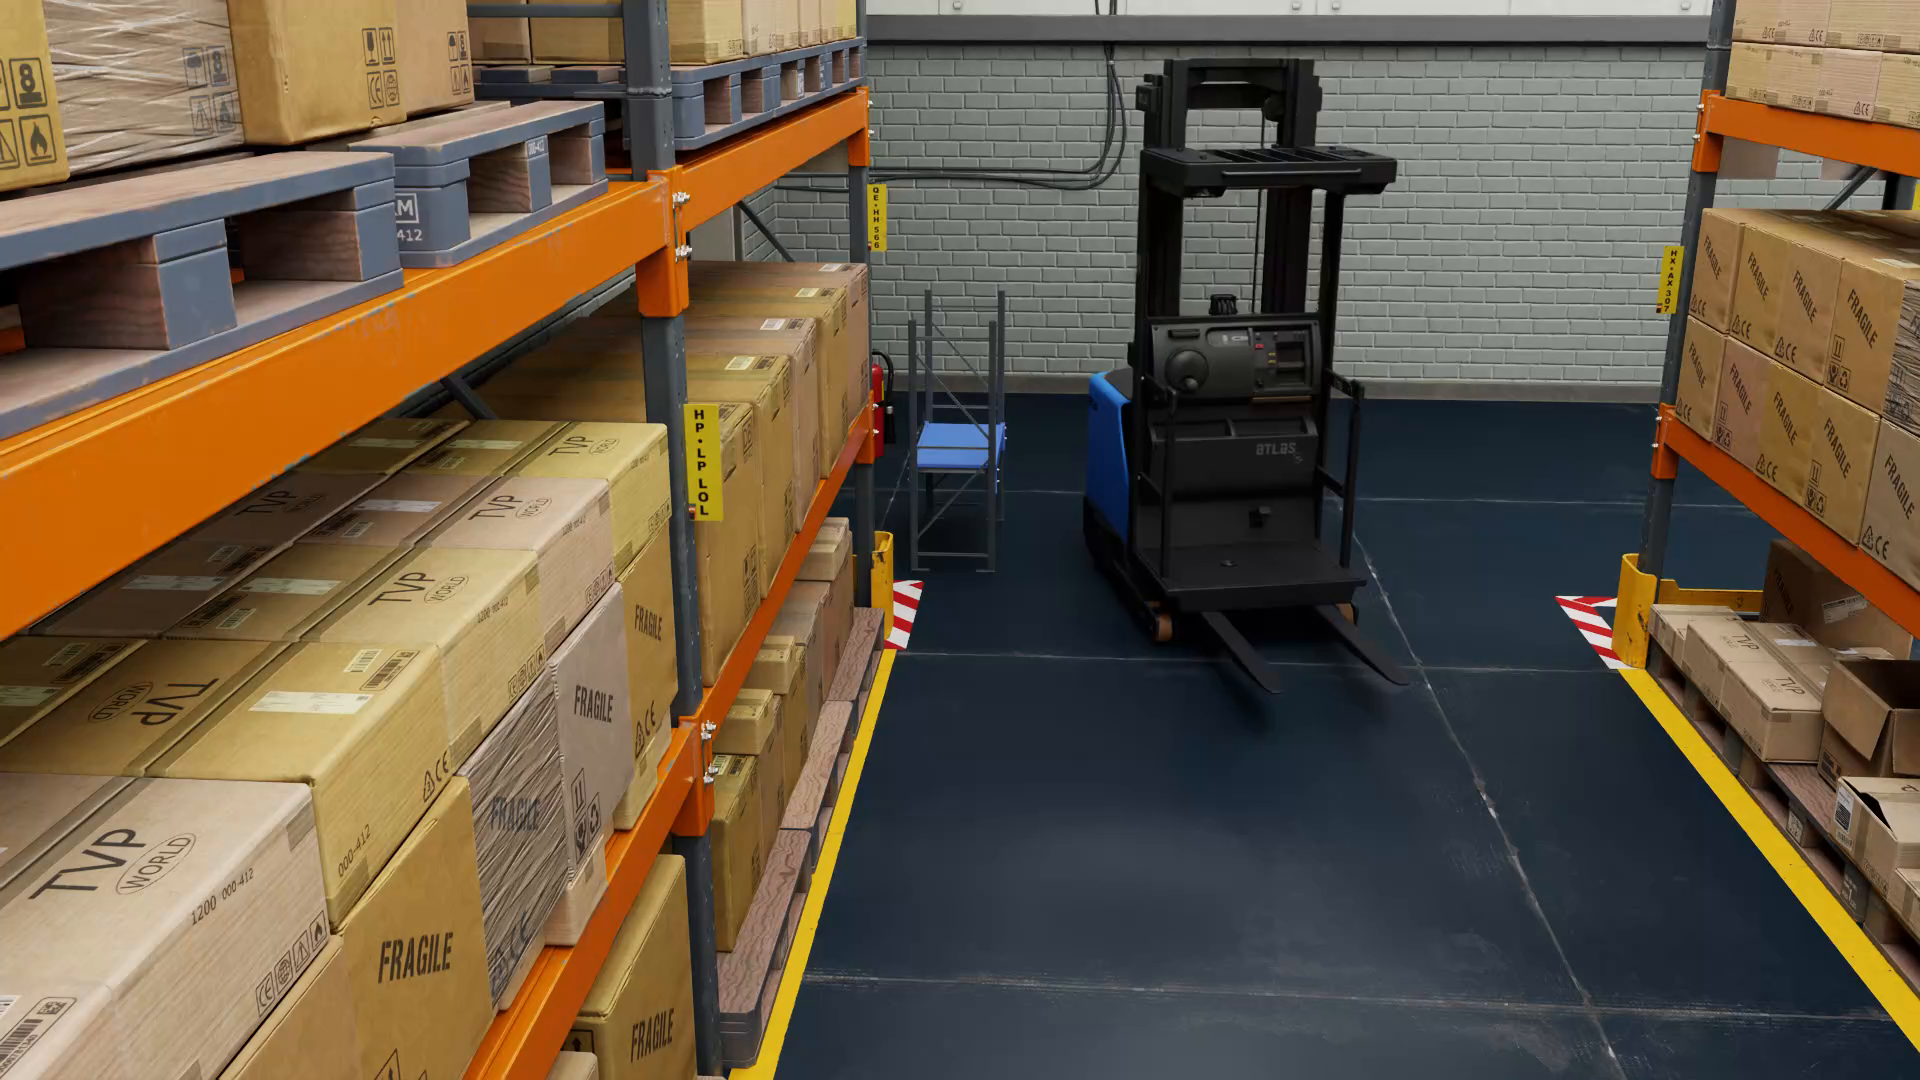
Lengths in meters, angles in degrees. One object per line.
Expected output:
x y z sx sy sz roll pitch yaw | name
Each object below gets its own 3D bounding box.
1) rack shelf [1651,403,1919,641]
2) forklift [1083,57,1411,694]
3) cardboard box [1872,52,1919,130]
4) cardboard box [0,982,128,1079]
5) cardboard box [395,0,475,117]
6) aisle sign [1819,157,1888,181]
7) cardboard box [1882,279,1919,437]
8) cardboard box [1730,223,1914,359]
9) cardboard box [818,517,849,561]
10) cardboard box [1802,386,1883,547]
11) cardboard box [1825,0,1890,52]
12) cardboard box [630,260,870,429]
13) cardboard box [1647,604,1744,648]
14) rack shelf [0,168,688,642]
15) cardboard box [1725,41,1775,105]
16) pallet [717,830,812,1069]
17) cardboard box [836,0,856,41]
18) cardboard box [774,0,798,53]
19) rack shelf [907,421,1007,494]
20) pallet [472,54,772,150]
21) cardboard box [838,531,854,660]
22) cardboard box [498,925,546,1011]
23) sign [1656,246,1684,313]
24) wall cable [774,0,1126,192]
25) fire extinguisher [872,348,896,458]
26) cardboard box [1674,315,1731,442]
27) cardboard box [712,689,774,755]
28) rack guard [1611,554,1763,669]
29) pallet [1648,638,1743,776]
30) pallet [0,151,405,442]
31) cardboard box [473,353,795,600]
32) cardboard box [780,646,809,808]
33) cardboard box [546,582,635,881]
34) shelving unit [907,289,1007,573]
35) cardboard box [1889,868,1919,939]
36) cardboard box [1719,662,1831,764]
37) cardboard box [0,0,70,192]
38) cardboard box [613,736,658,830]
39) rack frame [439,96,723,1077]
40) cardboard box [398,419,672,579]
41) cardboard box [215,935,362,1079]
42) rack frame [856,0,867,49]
3.844 0.125 6.379 1.077 0.370 4.000 1 18 4 | rack shelf
1.510 -0.966 8.664 1.130 2.935 3.031 -3 18 -9 | forklift
3.585 -1.572 5.828 0.500 0.250 0.500 1 18 4 | cardboard box
-1.200 0.681 1.654 0.500 0.250 0.500 1 18 3 | cardboard box
-1.413 -1.116 3.327 0.700 0.500 0.500 0 18 1 | cardboard box
4.298 -2.087 7.801 0.394 0.787 0.004 1 18 4 | aisle sign
3.549 -0.597 5.660 0.500 0.500 0.500 1 18 4 | cardboard box
3.663 -1.066 7.092 0.500 0.500 0.500 1 18 4 | cardboard box
-0.731 -0.003 7.915 0.380 0.149 0.250 1 18 3 | cardboard box
3.585 -0.282 6.305 0.500 0.500 0.500 2 18 5 | cardboard box
3.619 -1.965 6.224 0.500 0.250 0.500 1 18 4 | cardboard box
-0.980 -0.931 7.965 0.980 0.700 0.700 2 18 6 | cardboard box
3.615 0.430 8.164 0.380 0.149 0.250 1 18 4 | cardboard box
-1.384 -0.167 2.454 1.077 0.370 4.000 1 18 4 | rack shelf
3.697 -2.038 7.249 0.500 0.250 0.500 1 18 4 | cardboard box
-1.108 1.386 5.854 1.003 0.211 1.213 1 18 4 | pallet
-0.741 -2.315 7.259 0.500 0.250 0.500 2 18 6 | cardboard box
-0.848 -1.832 5.786 0.500 0.250 0.500 1 18 2 | cardboard box
-0.006 -0.515 10.165 0.538 0.185 1.000 1 18 4 | rack shelf
-1.171 -1.342 5.026 1.003 0.211 1.213 1 18 4 | pallet
-0.904 0.261 8.150 0.700 0.500 0.500 1 18 4 | cardboard box
-1.084 0.833 3.436 0.380 0.149 0.250 1 18 4 | cardboard box
3.446 -1.261 8.064 0.100 0.325 0.005 1 18 4 | sign
-0.192 -4.071 13.382 3.097 2.526 0.112 1 18 4 | wall cable
-0.482 -0.770 8.678 0.296 0.674 0.183 1 18 4 | fire extinguisher
3.693 -0.753 7.744 0.500 0.500 0.500 2 18 5 | cardboard box
-0.878 0.643 5.942 0.380 0.149 0.250 2 18 6 | cardboard box
3.982 0.374 8.479 1.175 0.500 0.348 1 18 4 | rack guard
3.926 0.759 7.769 1.003 0.211 1.213 1 18 4 | pallet
-1.457 -0.347 2.150 1.003 0.211 1.213 2 18 6 | pallet
-1.127 -0.242 5.863 0.980 0.700 0.700 1 18 3 | cardboard box
-1.006 0.738 6.693 0.700 0.500 0.500 2 18 5 | cardboard box
-1.049 0.404 3.701 0.500 0.500 0.500 1 18 4 | cardboard box
-0.006 -0.686 10.109 0.538 1.500 1.048 1 18 4 | shelving unit
3.426 1.249 5.665 0.380 0.149 0.250 1 18 4 | cardboard box
3.594 0.733 7.078 0.500 0.250 0.500 1 18 4 | cardboard box
-1.511 -0.634 1.855 0.700 0.500 0.500 2 18 7 | cardboard box
-0.977 0.595 4.160 0.380 0.149 0.250 2 18 5 | cardboard box
-1.240 0.295 4.705 1.000 3.000 0.127 1 18 4 | rack frame
-1.019 -0.109 4.063 0.500 0.250 0.500 2 18 5 | cardboard box
-1.154 0.877 2.257 0.500 0.500 0.500 1 18 4 | cardboard box
-0.954 -3.798 7.562 1.000 3.000 0.127 1 18 4 | rack frame
